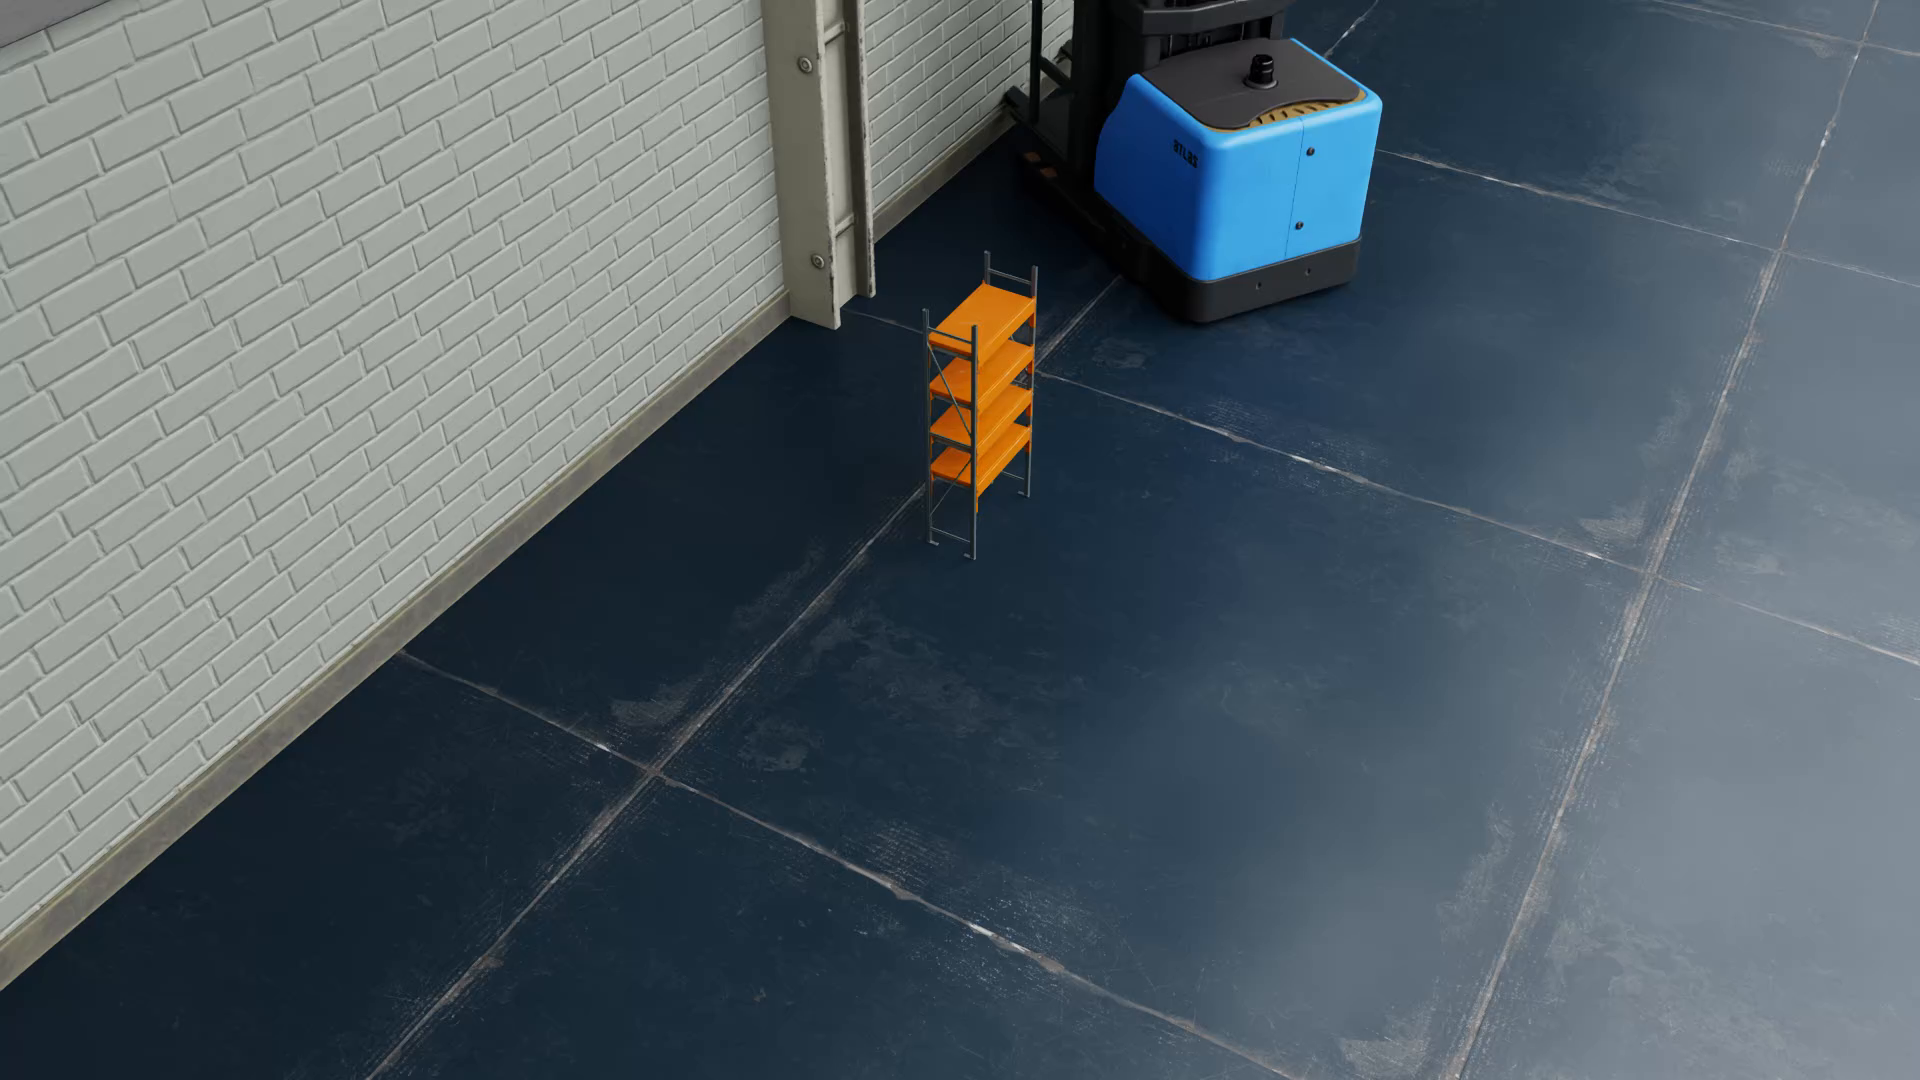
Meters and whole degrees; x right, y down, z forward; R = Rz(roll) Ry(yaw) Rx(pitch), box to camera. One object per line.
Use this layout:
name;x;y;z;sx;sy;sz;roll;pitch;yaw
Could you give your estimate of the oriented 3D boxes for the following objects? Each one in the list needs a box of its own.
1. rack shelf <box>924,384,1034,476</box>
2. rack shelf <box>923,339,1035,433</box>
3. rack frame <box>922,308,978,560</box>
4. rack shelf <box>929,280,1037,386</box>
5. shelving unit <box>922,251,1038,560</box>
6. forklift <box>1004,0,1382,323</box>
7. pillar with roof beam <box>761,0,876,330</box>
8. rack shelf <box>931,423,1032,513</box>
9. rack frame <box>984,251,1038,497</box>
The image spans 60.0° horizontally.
rack shelf;0.083;-0.495;7.005;0.258;0.148;0.480;21;45;22
rack shelf;0.083;-0.662;6.858;0.258;0.148;0.480;21;45;22
rack frame;-0.039;-0.405;6.802;0.240;1.200;0.015;21;45;22
rack shelf;0.083;-0.840;6.701;0.258;0.148;0.480;21;45;22
shelving unit;0.083;-0.545;6.961;0.258;1.200;0.503;21;45;22
forklift;0.976;-3.169;8.631;1.130;2.935;3.031;-18;44;-19
pillar with roof beam;3.057;-3.187;4.060;9.100;9.000;0.400;21;45;22
rack shelf;0.083;-0.345;7.137;0.258;0.148;0.480;21;45;22
rack frame;0.205;-0.685;7.120;0.240;1.200;0.015;21;45;22
